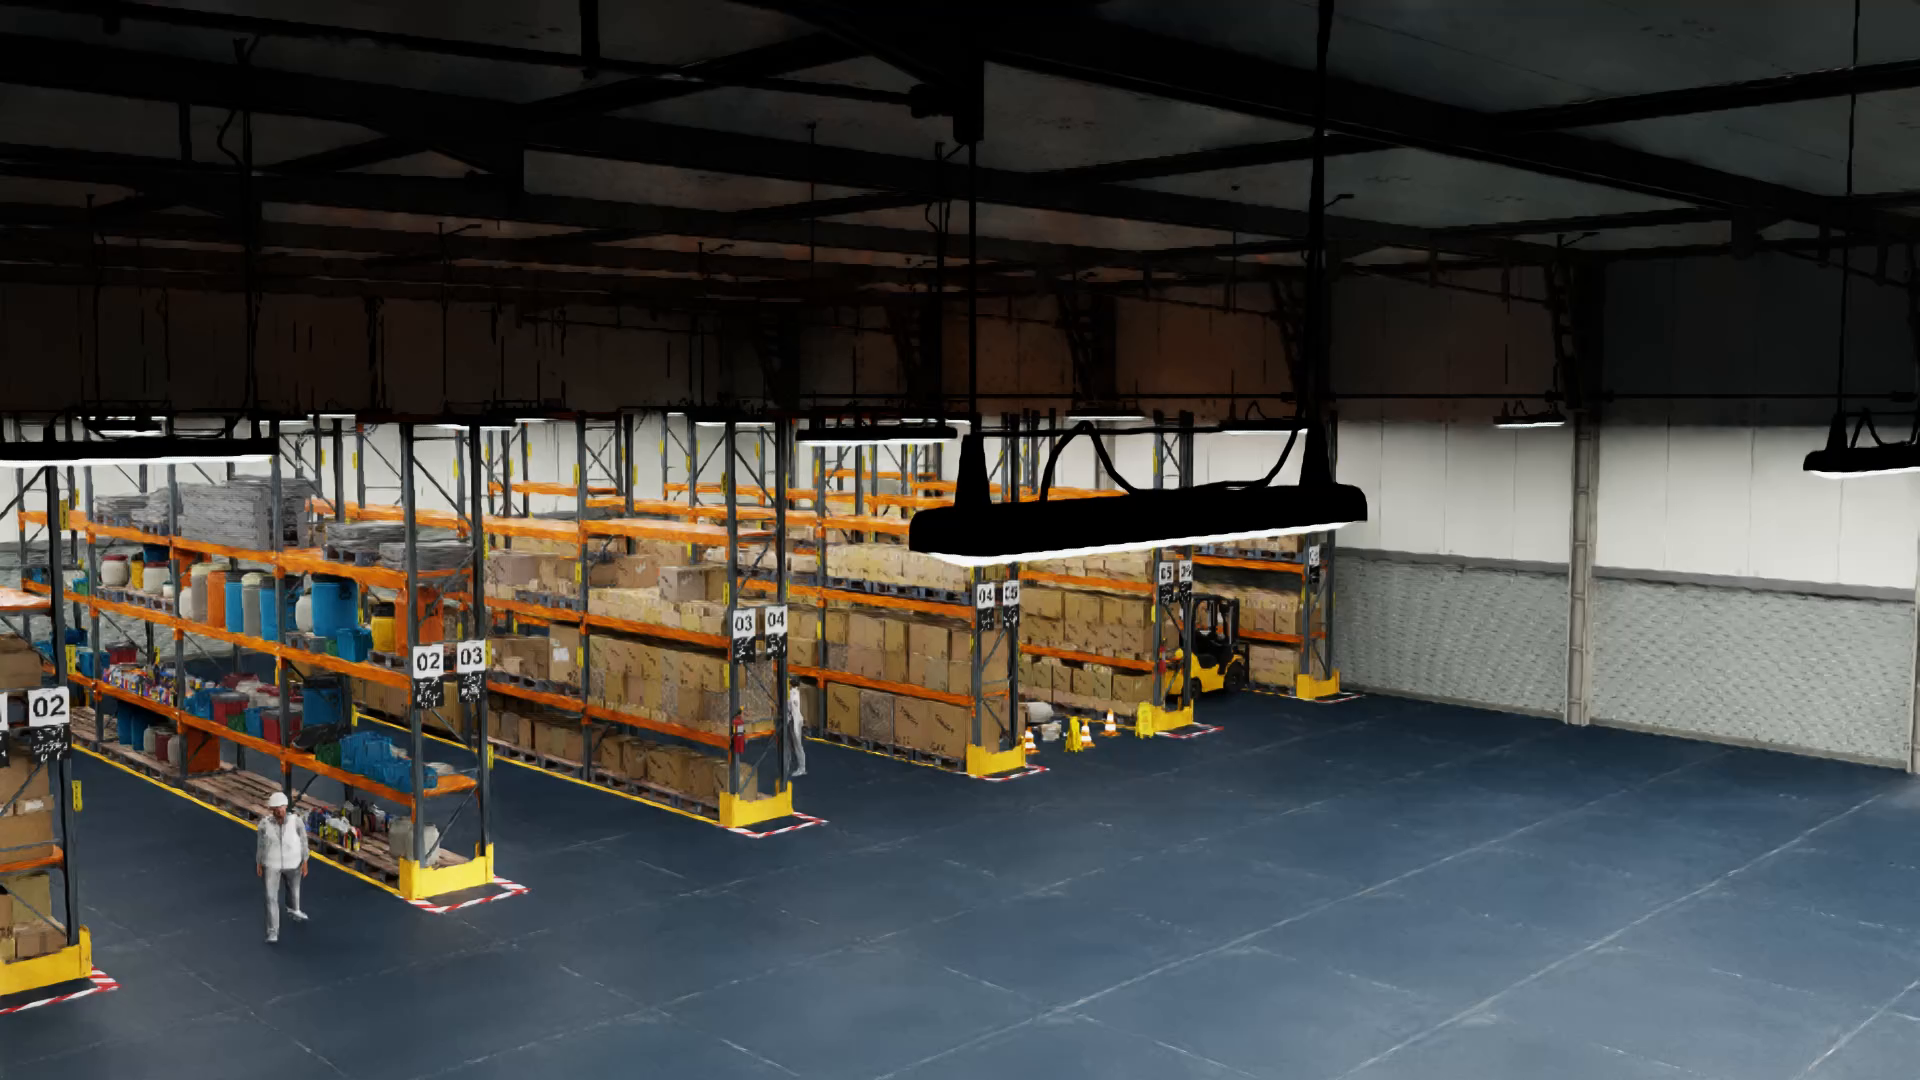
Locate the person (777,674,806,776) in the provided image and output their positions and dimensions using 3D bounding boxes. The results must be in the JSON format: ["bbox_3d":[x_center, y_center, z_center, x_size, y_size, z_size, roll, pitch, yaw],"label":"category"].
[{"bbox_3d":[-2.825,3.073,27.785,0.463,1.677,0.524,-1,5,-15],"label":"person"}]

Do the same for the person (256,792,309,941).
[{"bbox_3d":[-7.968,3.780,19.563,0.572,1.720,0.954,-2,5,-24],"label":"person"}]
